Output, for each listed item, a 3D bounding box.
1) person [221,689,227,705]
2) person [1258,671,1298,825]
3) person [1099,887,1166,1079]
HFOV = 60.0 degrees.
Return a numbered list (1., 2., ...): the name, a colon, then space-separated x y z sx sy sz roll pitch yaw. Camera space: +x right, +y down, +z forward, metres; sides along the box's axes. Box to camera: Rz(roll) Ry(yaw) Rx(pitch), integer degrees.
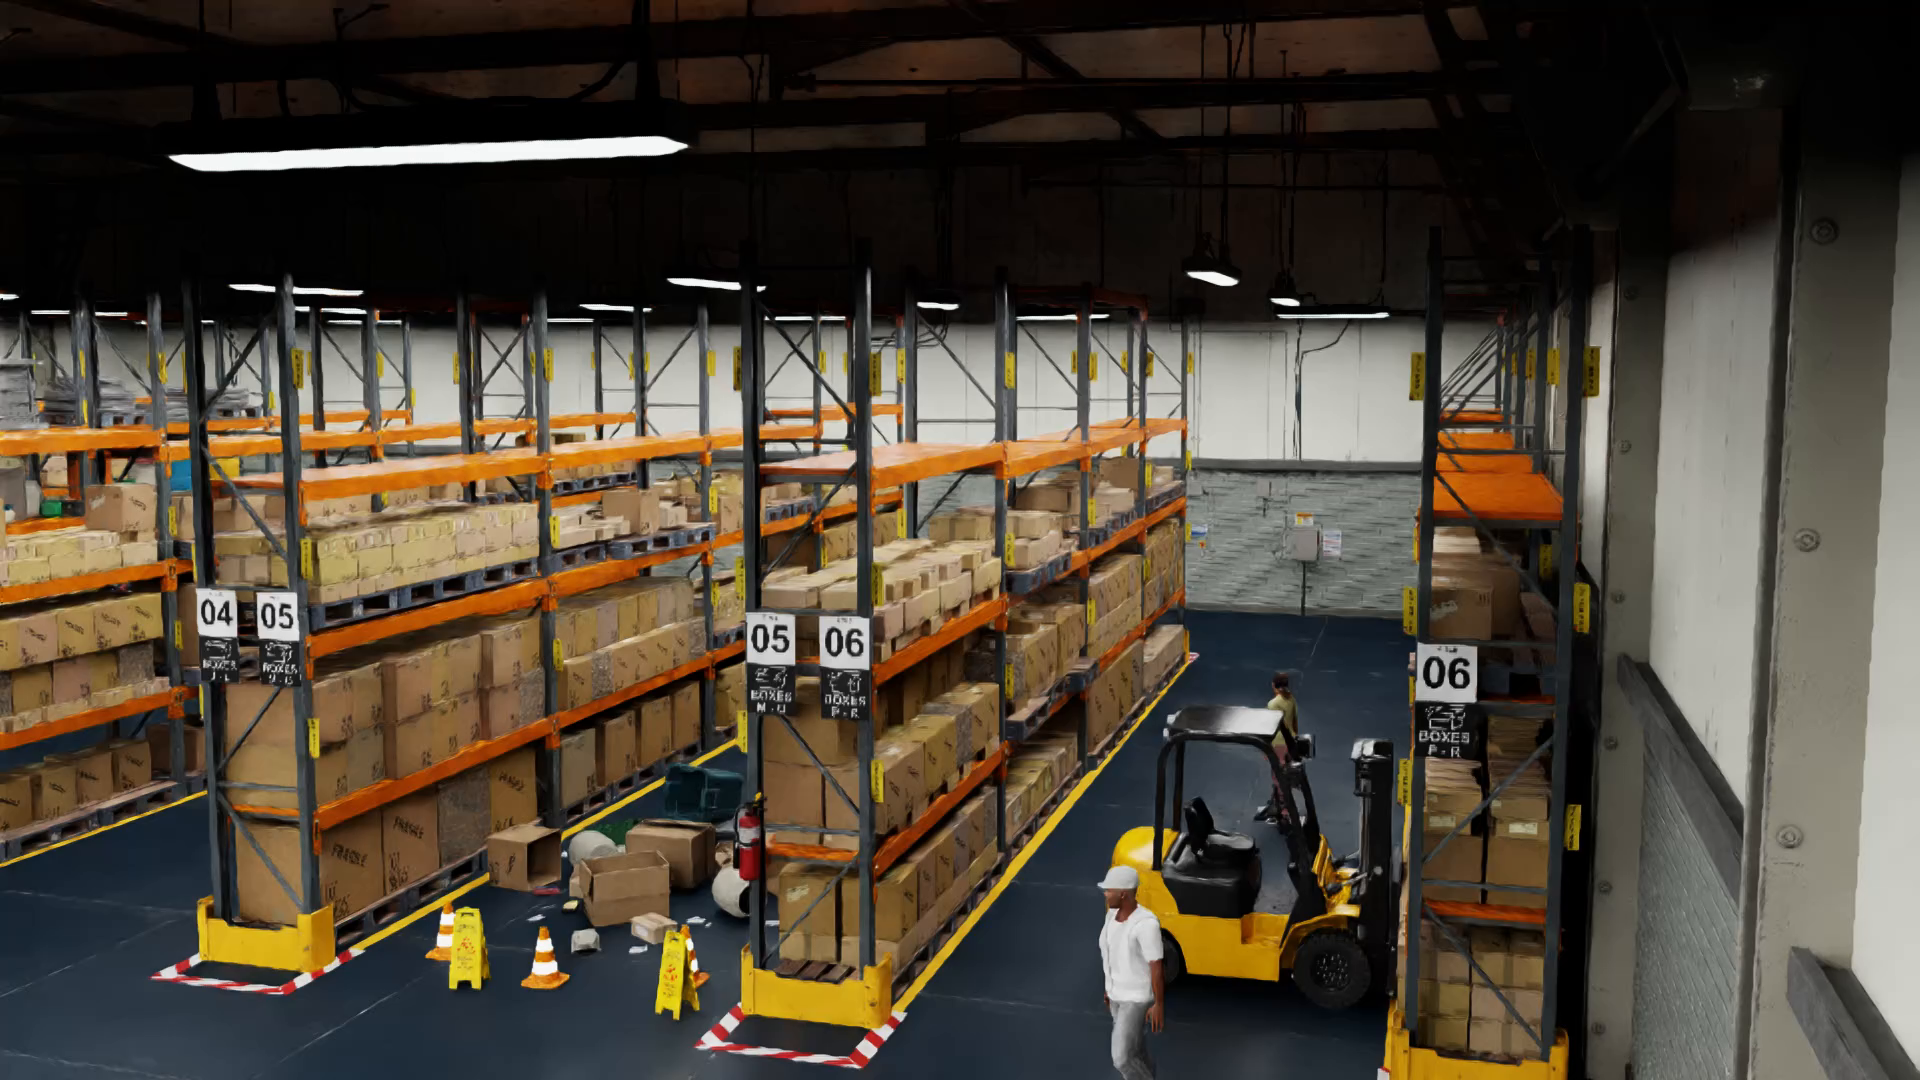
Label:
1. person: -10.823 1.656 24.317 0.407 1.594 0.458 -1 7 -12
2. person: 3.506 2.268 18.386 0.570 1.666 0.567 6 9 42
3. person: 1.153 3.063 11.143 0.451 1.721 0.651 -3 7 -22
